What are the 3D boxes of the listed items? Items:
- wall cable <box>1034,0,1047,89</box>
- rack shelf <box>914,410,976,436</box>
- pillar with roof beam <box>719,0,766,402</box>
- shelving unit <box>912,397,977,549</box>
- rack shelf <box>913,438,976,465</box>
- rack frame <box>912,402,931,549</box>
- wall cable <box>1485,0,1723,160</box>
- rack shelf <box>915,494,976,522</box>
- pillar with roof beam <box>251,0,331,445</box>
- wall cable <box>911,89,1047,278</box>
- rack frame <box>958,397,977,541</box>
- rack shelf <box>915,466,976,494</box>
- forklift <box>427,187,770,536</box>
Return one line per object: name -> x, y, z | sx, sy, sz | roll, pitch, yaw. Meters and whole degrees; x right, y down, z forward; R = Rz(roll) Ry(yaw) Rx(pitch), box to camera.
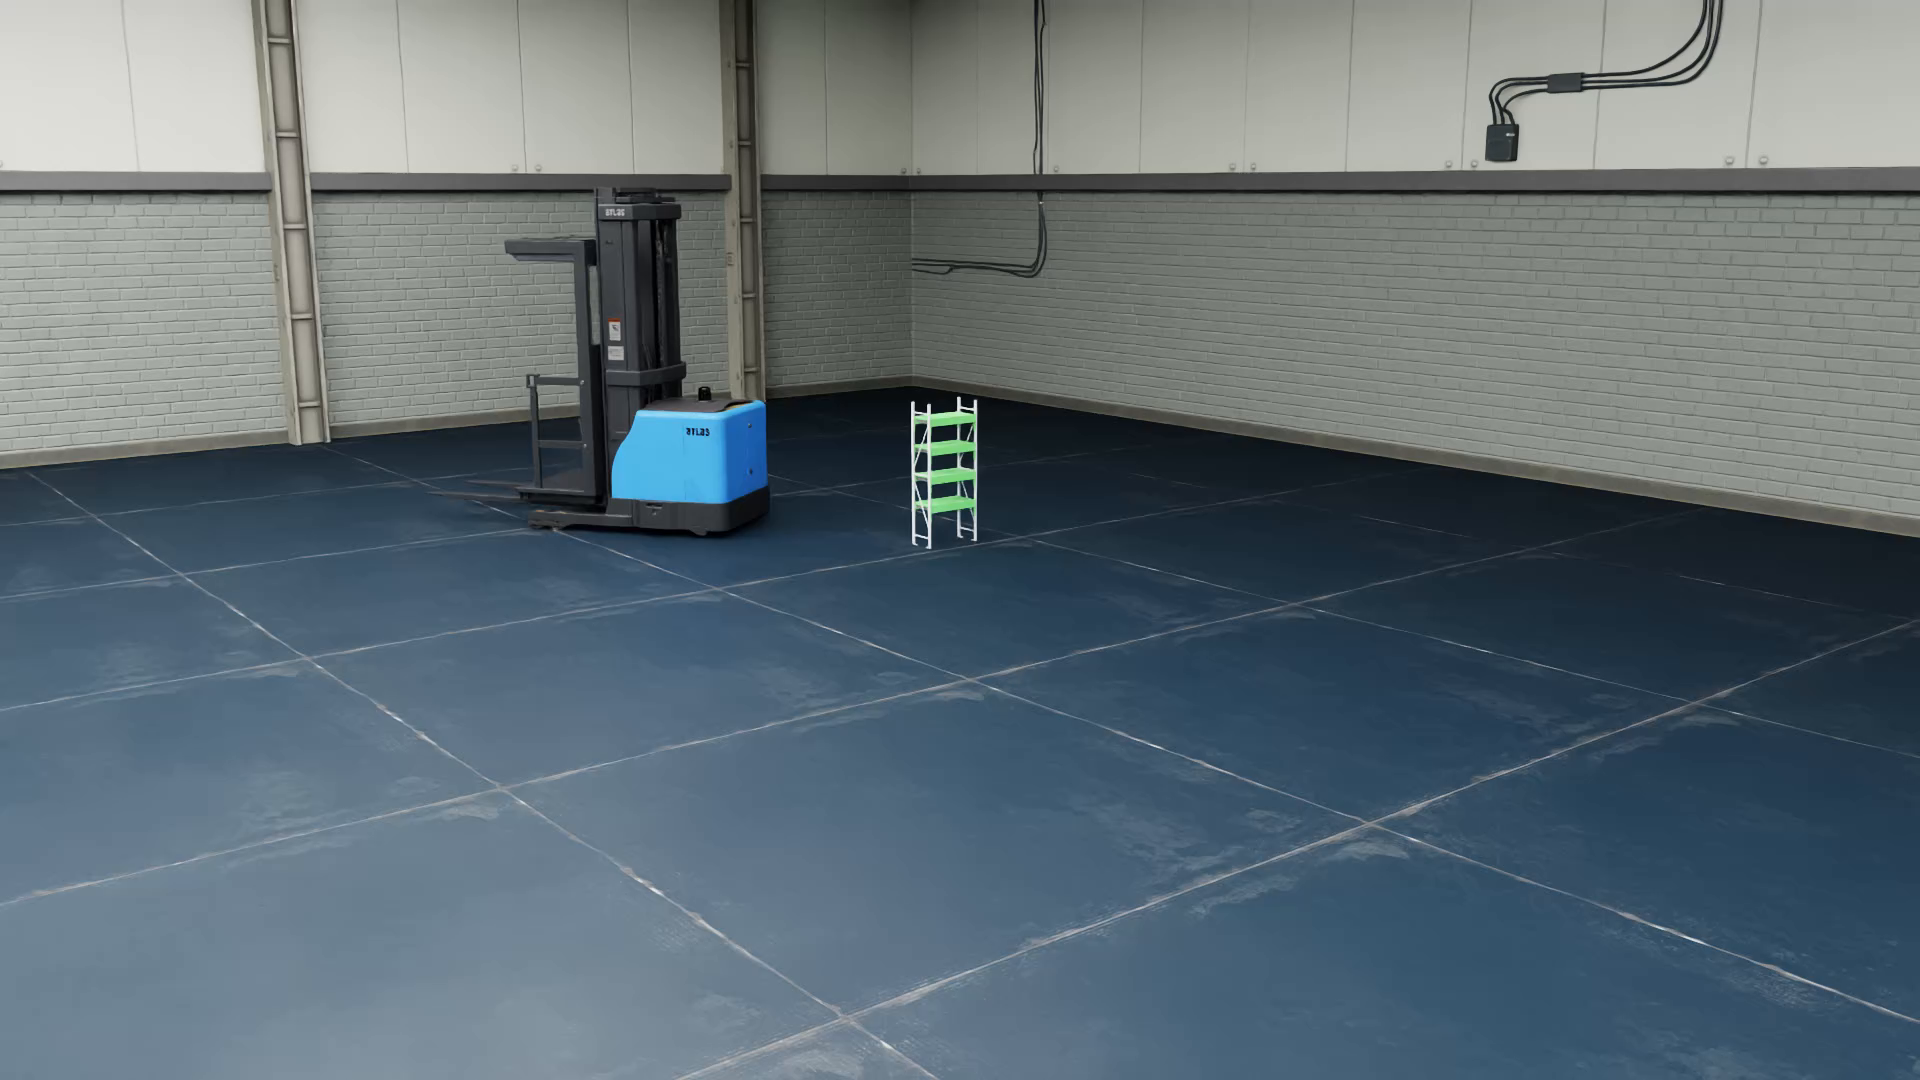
wall cable -> 1.861, -7.009, 20.790 | 0.112, 2.526, 3.097 | -9, 15, -38
rack shelf -> -0.129, -0.972, 13.817 | 0.480, 0.148, 0.258 | -9, 15, -38
pillar with roof beam -> -0.266, -5.630, 18.980 | 0.400, 9.000, 9.100 | -9, 15, -38
shelving unit -> -0.129, -0.565, 13.903 | 0.503, 1.200, 0.258 | -9, 15, -38
rack shelf -> -0.129, -0.738, 13.866 | 0.480, 0.148, 0.258 | -9, 15, -38
rack frame -> -0.320, -0.534, 13.754 | 0.015, 1.200, 0.240 | -9, 15, -38
wall cable -> 6.090, -6.618, 15.444 | 0.169, 6.003, 2.305 | -9, 15, -38
rack shelf -> -0.129, -0.268, 13.966 | 0.480, 0.148, 0.258 | -9, 15, -38
pillar with roof beam -> -4.951, -4.852, 15.313 | 0.400, 9.000, 9.100 | -9, 15, -38
wall cable -> 0.171, -4.978, 23.381 | 0.112, 2.526, 3.097 | -9, 15, -38
rack frame -> 0.061, -0.597, 14.052 | 0.015, 1.200, 0.240 | -9, 15, -38
rack shelf -> -0.129, -0.503, 13.916 | 0.480, 0.148, 0.258 | -9, 15, -38
forklift -> -3.292, -1.621, 14.708 | 3.031, 2.935, 1.130 | 3, 12, 16
